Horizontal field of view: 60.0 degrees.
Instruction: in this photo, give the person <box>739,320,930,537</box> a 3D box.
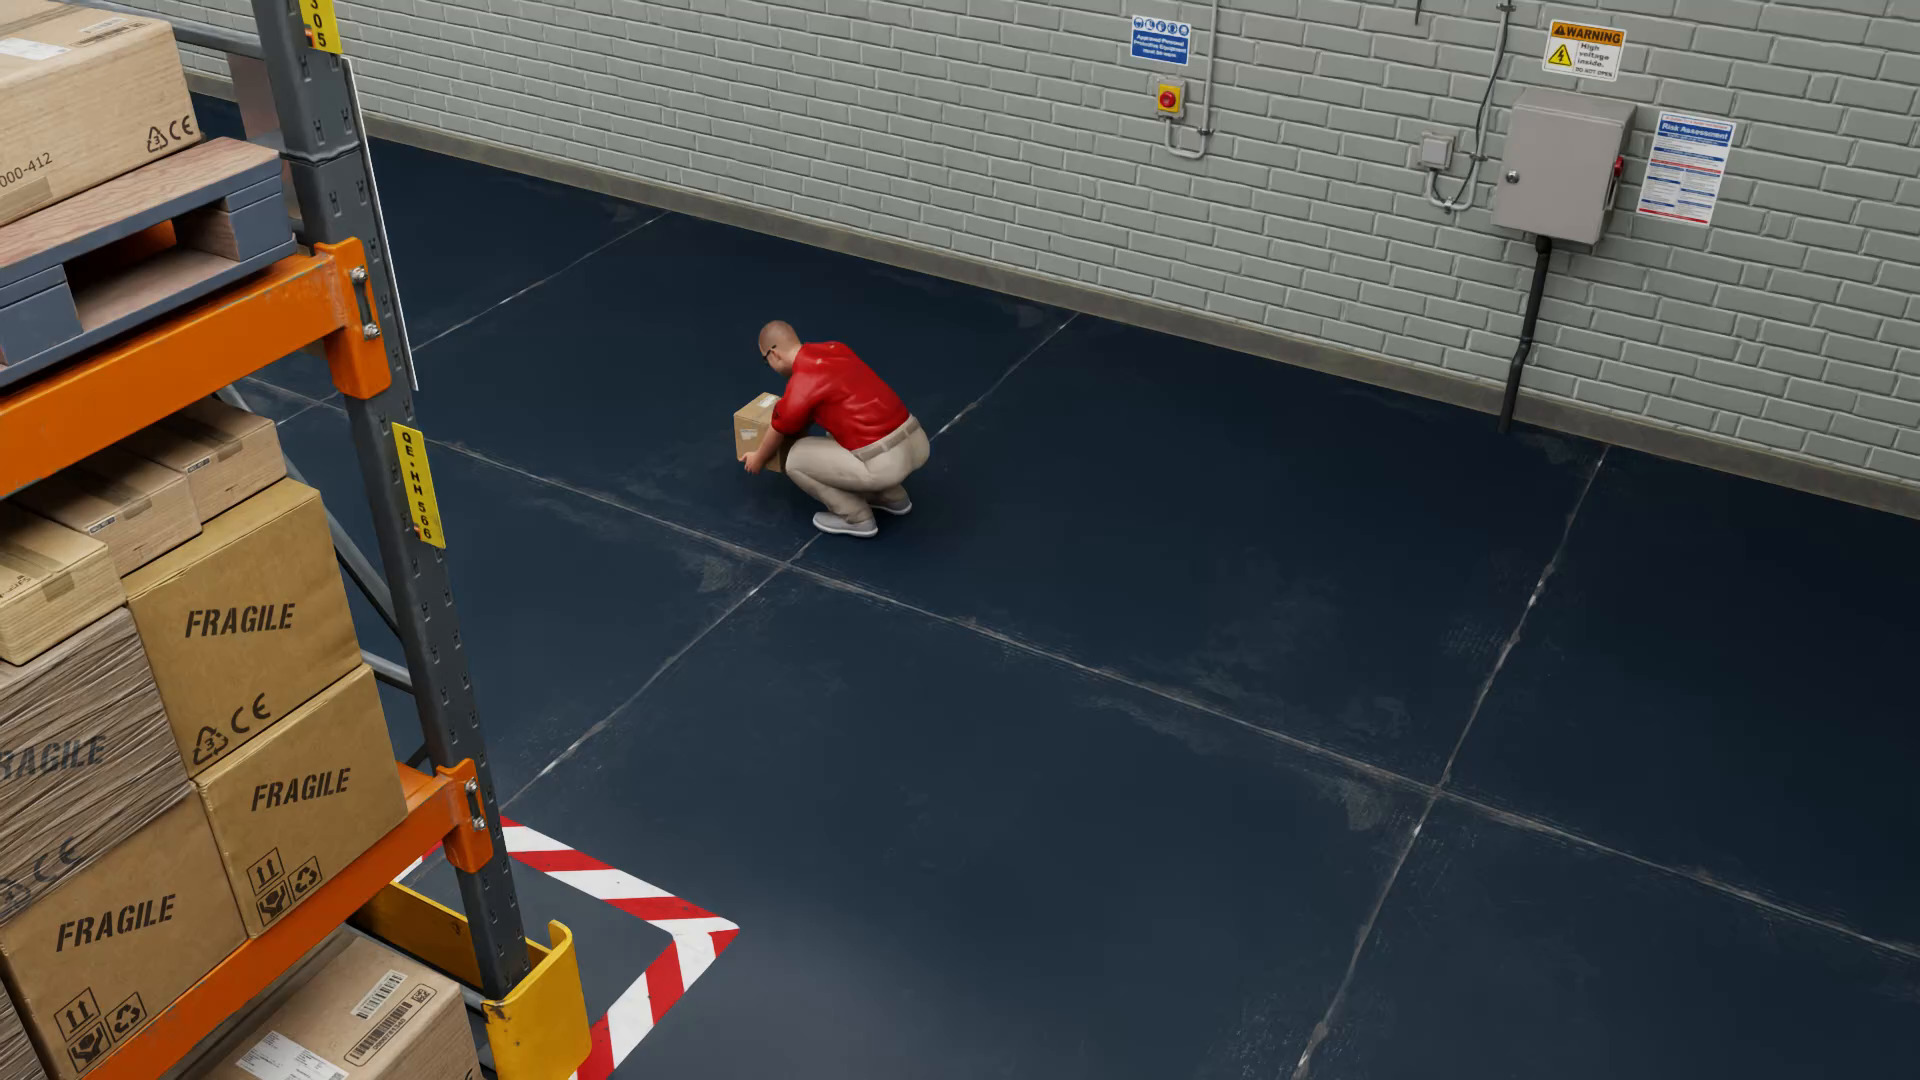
[{"bbox_3d":[-0.588,-0.531,7.649,0.893,0.962,0.542,17,38,24],"label":"person"}]
